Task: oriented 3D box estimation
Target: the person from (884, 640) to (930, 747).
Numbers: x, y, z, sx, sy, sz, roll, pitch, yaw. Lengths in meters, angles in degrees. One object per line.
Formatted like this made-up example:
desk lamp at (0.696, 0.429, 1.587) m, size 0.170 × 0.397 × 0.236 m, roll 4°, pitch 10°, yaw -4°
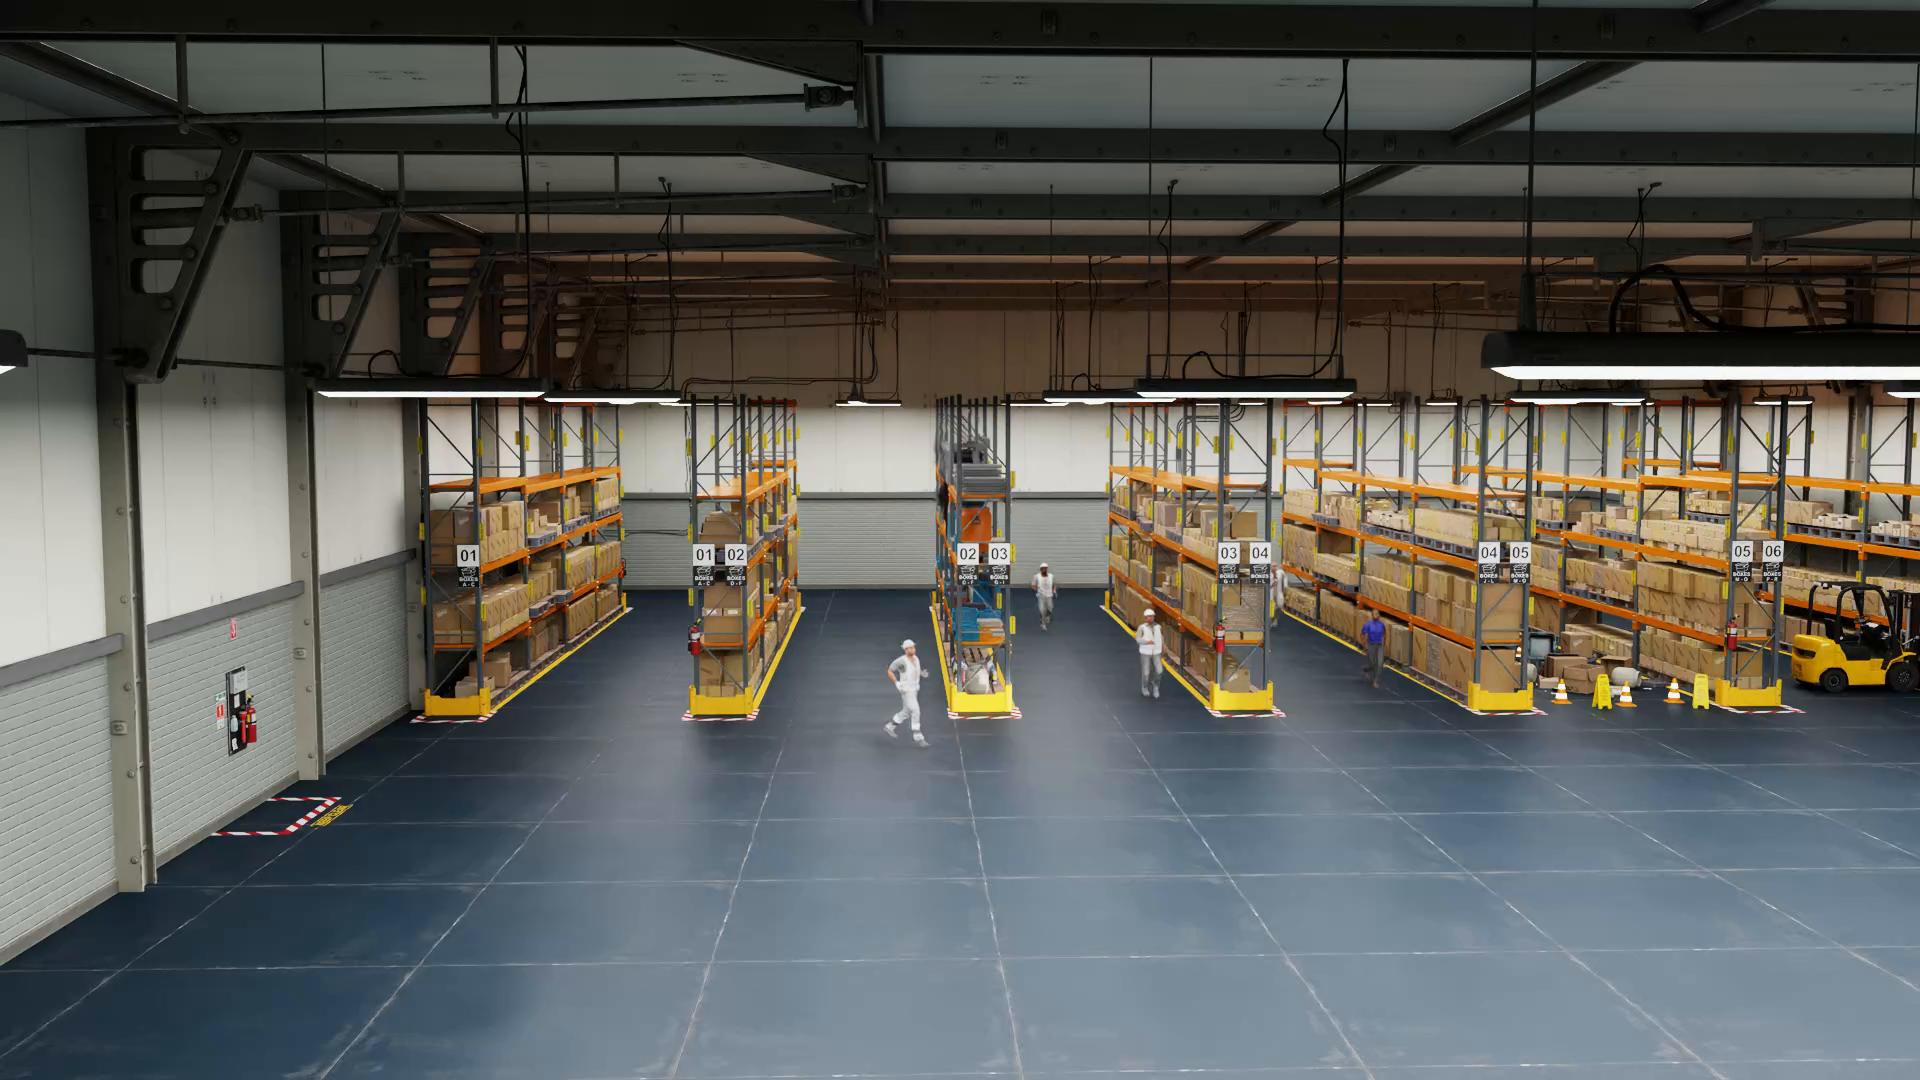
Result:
person at (-0.870, 2.591, 28.364) m, size 0.898 × 1.804 × 0.633 m, roll 2°, pitch 5°, yaw 29°

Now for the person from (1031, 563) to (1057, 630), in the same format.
person at (2.195, 1.470, 43.081) m, size 0.684 × 1.736 × 0.595 m, roll -1°, pitch 5°, yaw -8°

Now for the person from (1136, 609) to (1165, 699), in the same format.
person at (3.789, 2.252, 32.916) m, size 0.629 × 1.774 × 0.692 m, roll -1°, pitch 5°, yaw -8°

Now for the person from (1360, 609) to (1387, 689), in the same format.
person at (8.541, 2.233, 34.258) m, size 0.581 × 1.617 × 0.532 m, roll -1°, pitch 5°, yaw -7°

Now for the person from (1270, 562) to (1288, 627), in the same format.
person at (8.218, 1.432, 43.339) m, size 0.760 × 1.731 × 0.823 m, roll 0°, pitch 5°, yaw -3°
